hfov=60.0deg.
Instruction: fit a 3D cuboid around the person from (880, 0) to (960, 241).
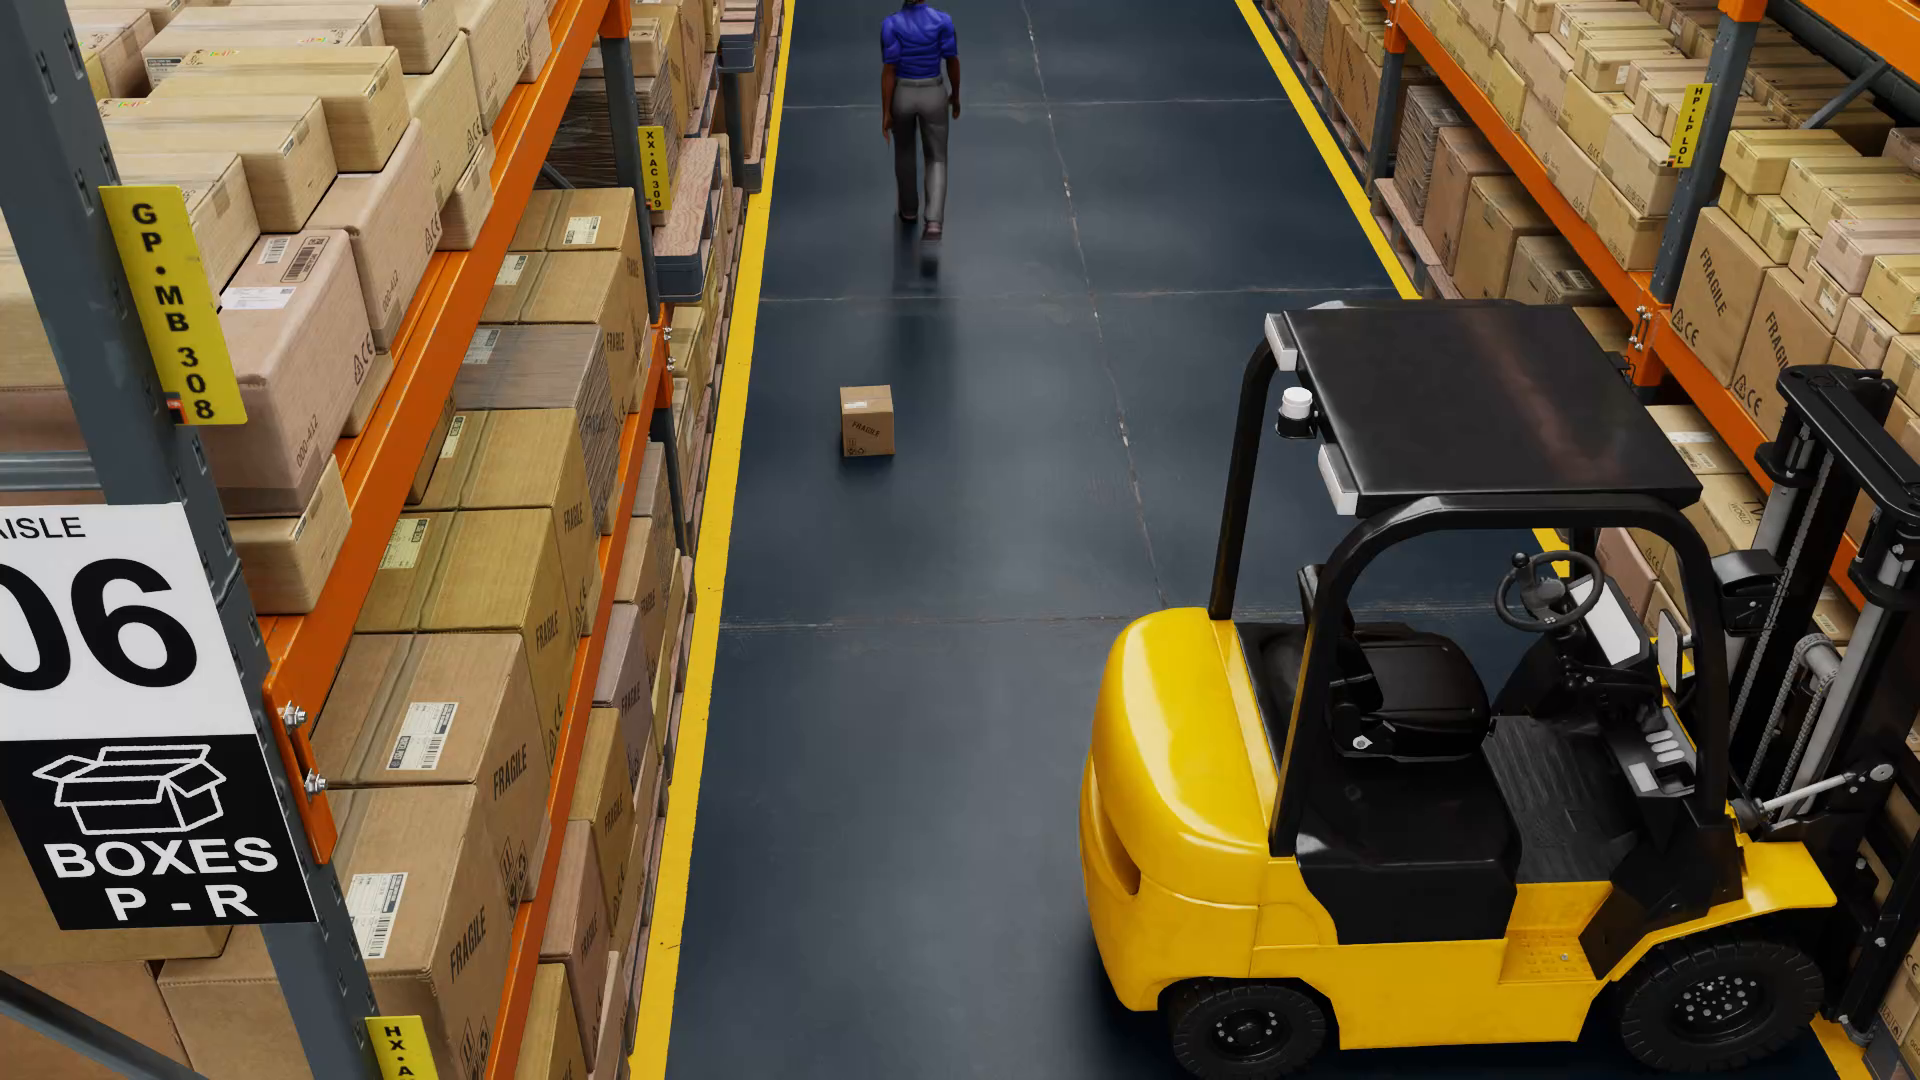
[{"bbox_3d":[-0.224,-2.548,9.720,0.465,1.613,0.906,-2,35,-2],"label":"person"}]
